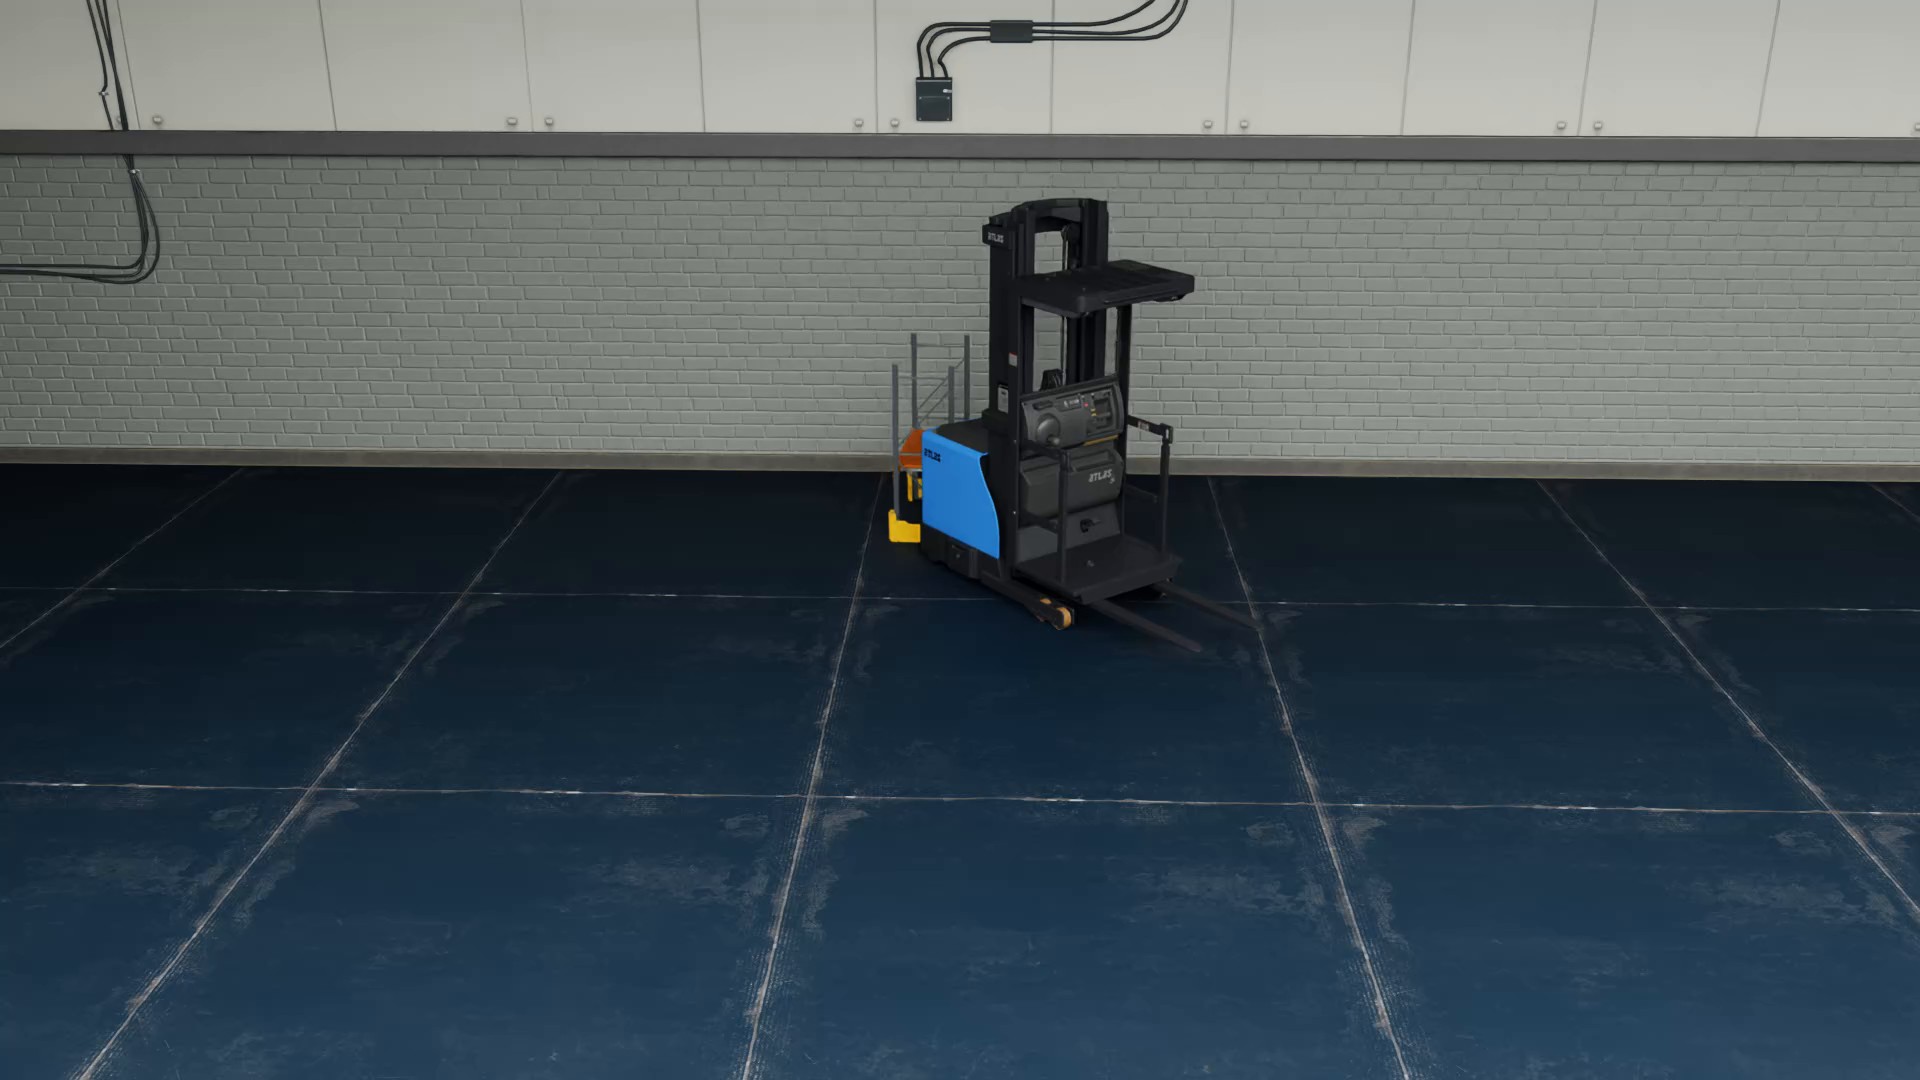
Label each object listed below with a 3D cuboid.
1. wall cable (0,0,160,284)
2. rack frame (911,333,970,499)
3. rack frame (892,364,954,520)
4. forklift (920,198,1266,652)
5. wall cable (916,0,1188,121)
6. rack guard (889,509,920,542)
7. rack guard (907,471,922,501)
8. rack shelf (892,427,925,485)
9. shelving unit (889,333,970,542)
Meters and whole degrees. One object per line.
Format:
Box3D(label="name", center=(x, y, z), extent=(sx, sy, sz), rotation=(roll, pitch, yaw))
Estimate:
Box3D(label="wall cable", center=(-8.708, -3.460, 14.592), extent=(3.097, 2.526, 0.112), rotation=(1, 21, 2))
Box3D(label="rack frame", center=(-0.168, -1.057, 14.474), extent=(0.500, 1.500, 0.032), rotation=(3, 21, 7))
Box3D(label="rack frame", center=(-0.295, -0.692, 13.533), extent=(0.500, 1.500, 0.032), rotation=(3, 21, 7))
Box3D(label="forklift", center=(0.966, -0.913, 12.124), extent=(1.130, 2.935, 3.031), rotation=(-15, 26, -34))
Box3D(label="wall cable", center=(0.780, -6.383, 13.132), extent=(2.305, 6.003, 0.169), rotation=(1, 21, 2))
Box3D(label="rack guard", center=(-0.294, -0.110, 13.760), extent=(0.587, 0.250, 0.087), rotation=(3, 21, 7))
Box3D(label="rack guard", center=(-0.171, -0.468, 14.682), extent=(0.587, 0.250, 0.087), rotation=(3, 21, 7))
Box3D(label="rack shelf", center=(-0.231, -0.707, 14.068), extent=(0.538, 0.185, 1.000), rotation=(3, 21, 7))
Box3D(label="shelving unit", center=(-0.232, -0.871, 13.995), extent=(0.587, 1.500, 1.083), rotation=(3, 21, 7))
